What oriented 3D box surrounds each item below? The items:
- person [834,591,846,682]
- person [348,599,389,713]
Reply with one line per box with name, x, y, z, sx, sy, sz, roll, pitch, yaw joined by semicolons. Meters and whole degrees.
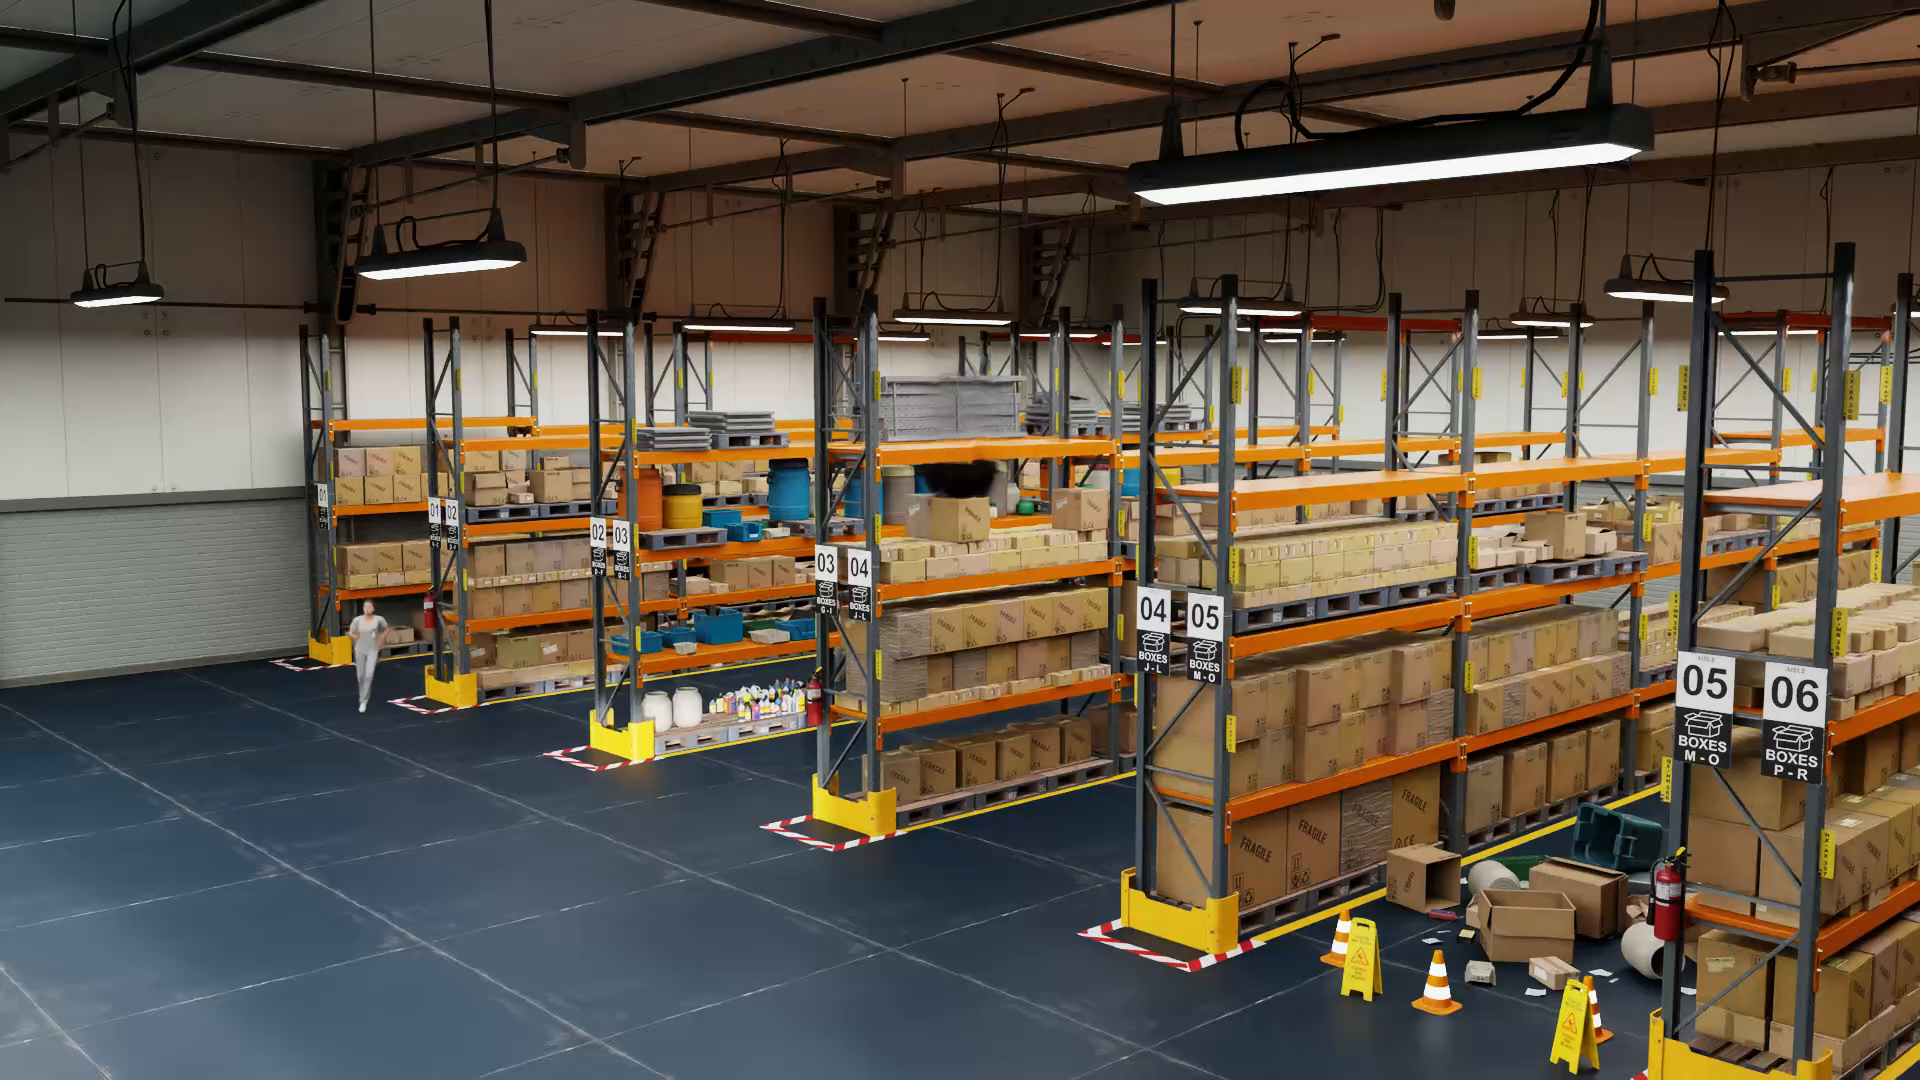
person;-1.964;1.482;27.953;0.685;1.764;0.631;5;8;41
person;-9.111;1.747;25.623;0.577;1.693;0.874;-1;6;-10
